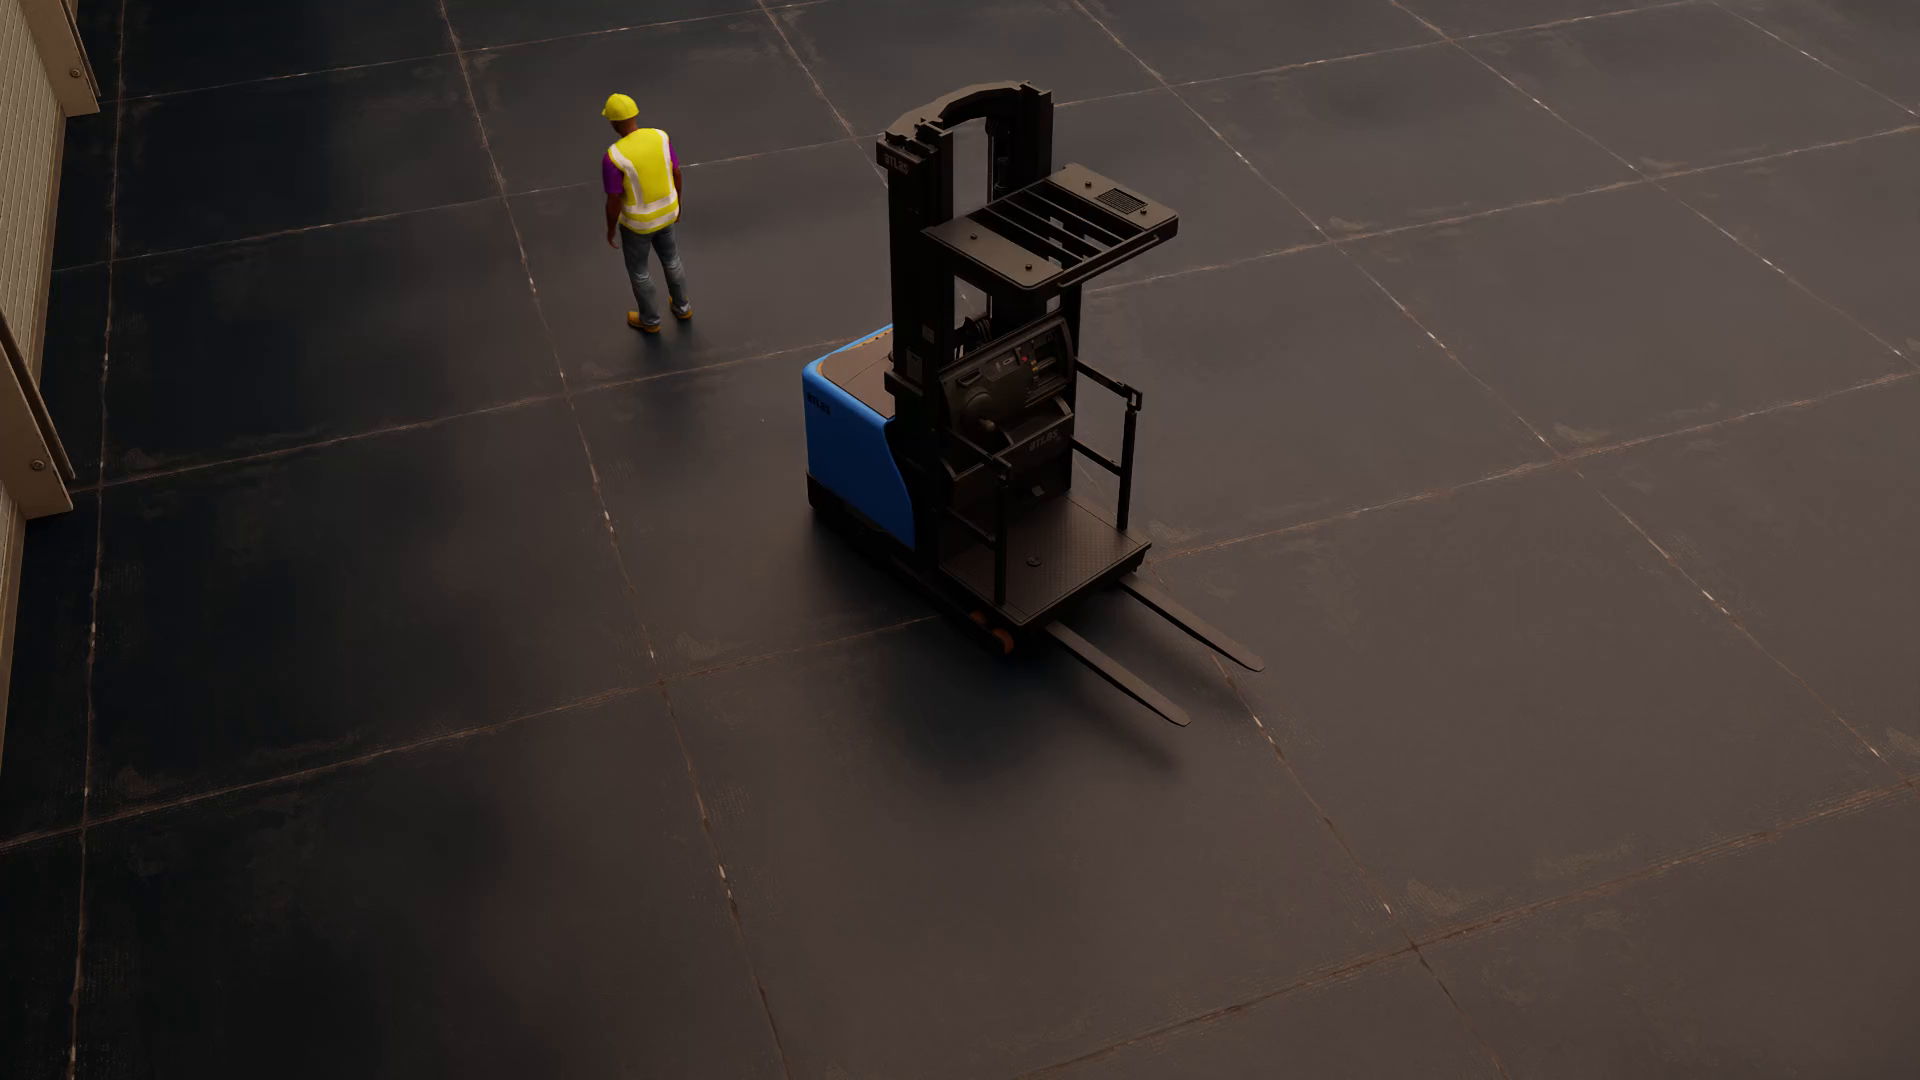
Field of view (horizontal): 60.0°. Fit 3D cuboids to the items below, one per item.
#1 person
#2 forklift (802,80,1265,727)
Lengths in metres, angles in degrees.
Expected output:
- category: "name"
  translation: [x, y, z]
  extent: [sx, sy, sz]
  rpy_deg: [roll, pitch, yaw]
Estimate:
- category: "person"
  translation: [-2.205, -2.276, 11.625]
  extent: [0.624, 1.755, 0.462]
  rpy_deg: [-31, 49, -32]
- category: "forklift"
  translation: [0.409, -0.833, 8.988]
  extent: [1.130, 2.935, 3.031]
  rpy_deg: [-30, 49, -31]
